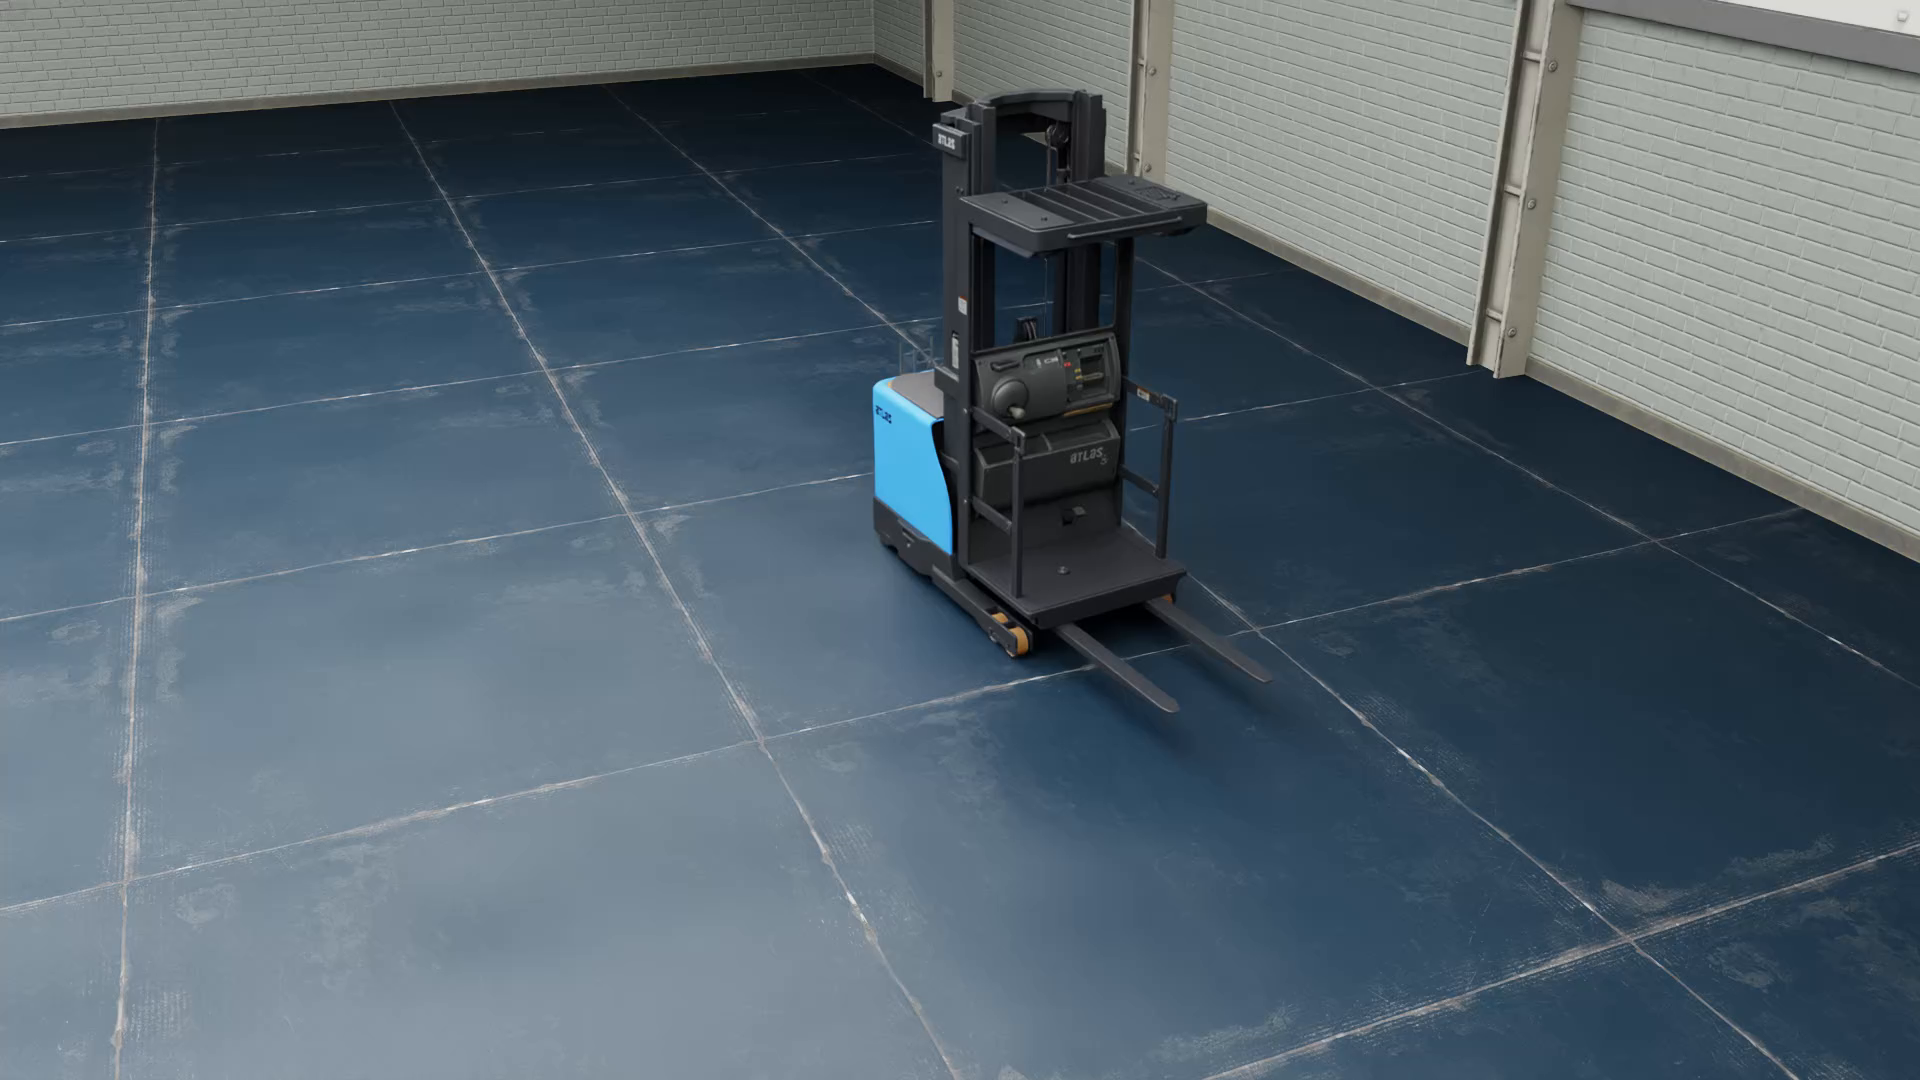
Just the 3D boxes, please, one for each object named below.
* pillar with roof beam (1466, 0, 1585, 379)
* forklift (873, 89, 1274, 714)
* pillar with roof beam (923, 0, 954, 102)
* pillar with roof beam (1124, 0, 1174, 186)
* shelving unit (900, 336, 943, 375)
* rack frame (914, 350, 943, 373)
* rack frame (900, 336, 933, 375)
[{"bbox_3d":[0.437,-4.712,10.143,9.100,9.000,0.400,-11,28,-21],"label":"pillar with roof beam"},{"bbox_3d":[0.611,-0.887,9.225,1.130,2.935,3.031,-14,29,-26],"label":"forklift"},{"bbox_3d":[-4.263,-9.556,20.066,9.100,9.000,0.400,-11,28,-21],"label":"pillar with roof beam"},{"bbox_3d":[-1.913,-7.134,15.104,9.100,9.000,0.400,-11,28,-21],"label":"pillar with roof beam"},{"bbox_3d":[-0.232,-0.713,10.843,0.258,1.200,0.189,-14,29,-26],"label":"shelving unit"},{"bbox_3d":[-0.187,-0.678,10.772,0.240,1.200,0.006,-14,29,-26],"label":"rack frame"},{"bbox_3d":[-0.278,-0.748,10.914,0.240,1.200,0.006,-14,29,-26],"label":"rack frame"}]
